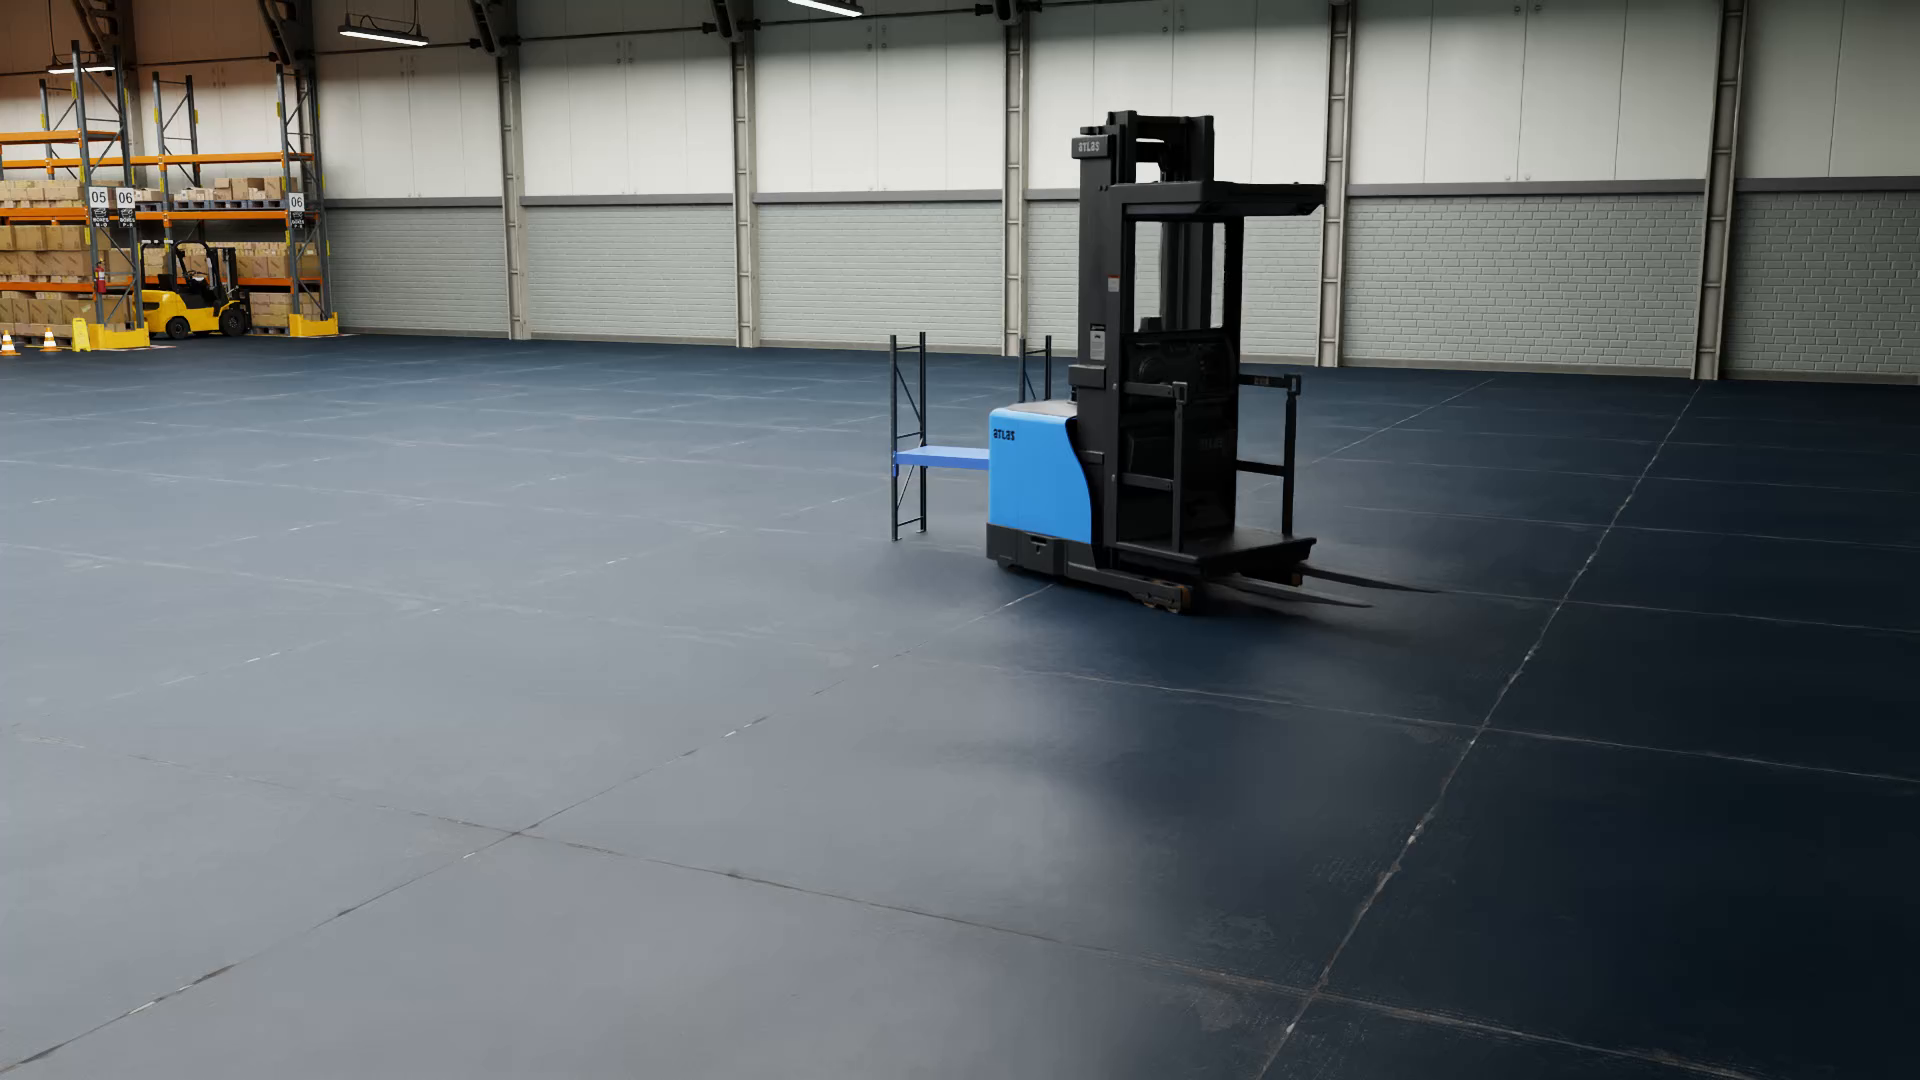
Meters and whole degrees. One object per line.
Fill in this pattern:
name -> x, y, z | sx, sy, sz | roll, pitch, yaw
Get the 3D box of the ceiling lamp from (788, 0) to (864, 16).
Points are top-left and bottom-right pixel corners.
ceiling lamp -> -1.941, -10.119, 26.481 | 0.800, 3.185, 2.000 | 5, 11, 26

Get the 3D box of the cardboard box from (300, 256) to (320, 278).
cardboard box -> -15.204, -6.328, 38.492 | 0.500, 0.500, 0.500 | 5, 12, 28

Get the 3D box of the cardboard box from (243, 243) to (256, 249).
cardboard box -> -16.252, -6.770, 38.277 | 0.250, 0.149, 0.380 | 5, 12, 27

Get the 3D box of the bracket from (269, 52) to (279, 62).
bracket -> -15.638, -11.094, 38.152 | 0.430, 0.232, 0.235 | 5, 11, 26

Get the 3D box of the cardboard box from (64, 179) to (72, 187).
cardboard box -> -17.724, -7.153, 33.376 | 0.250, 0.149, 0.380 | 5, 12, 27

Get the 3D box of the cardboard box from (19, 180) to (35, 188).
cardboard box -> -18.900, -7.242, 33.868 | 0.250, 0.149, 0.380 | 5, 12, 27

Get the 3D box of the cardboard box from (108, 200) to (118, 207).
cardboard box -> -17.229, -6.833, 33.845 | 0.250, 0.149, 0.380 | 5, 11, 26

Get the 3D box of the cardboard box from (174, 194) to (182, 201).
cardboard box -> -18.202, -8.035, 39.028 | 0.250, 0.149, 0.380 | 5, 12, 27

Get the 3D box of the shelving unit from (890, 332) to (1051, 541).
shelving unit -> 0.077, -0.731, 12.060 | 1.048, 1.500, 0.538 | 5, 11, 26

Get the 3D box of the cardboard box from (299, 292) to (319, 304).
cardboard box -> -15.230, -5.609, 38.535 | 0.500, 0.250, 0.500 | 5, 11, 25

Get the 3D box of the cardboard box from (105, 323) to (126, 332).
cardboard box -> -17.677, -4.364, 34.461 | 0.500, 0.250, 0.500 | 5, 11, 25

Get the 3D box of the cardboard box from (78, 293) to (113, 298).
cardboard box -> -21.504, -5.813, 41.414 | 0.625, 0.625, 0.875 | 5, 12, 28

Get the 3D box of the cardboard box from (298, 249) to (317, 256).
cardboard box -> -15.072, -6.632, 38.350 | 0.250, 0.149, 0.380 | 5, 11, 24

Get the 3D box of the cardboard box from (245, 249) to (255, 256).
cardboard box -> -16.243, -6.627, 38.322 | 0.250, 0.149, 0.380 | 5, 11, 24

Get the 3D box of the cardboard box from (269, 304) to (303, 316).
cardboard box -> -15.458, -5.284, 38.139 | 0.500, 0.250, 0.500 | 5, 11, 25

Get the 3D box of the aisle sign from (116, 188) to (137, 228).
aisle sign -> -16.883, -6.726, 33.674 | 0.004, 0.787, 0.394 | 5, 11, 26

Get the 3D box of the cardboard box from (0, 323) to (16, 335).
cardboard box -> -19.769, -4.442, 34.890 | 0.500, 0.250, 0.500 | 6, 12, 29

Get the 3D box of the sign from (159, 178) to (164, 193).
sign -> -18.701, -8.309, 38.958 | 0.005, 0.325, 0.100 | 5, 11, 26

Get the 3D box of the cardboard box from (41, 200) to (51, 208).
cardboard box -> -18.422, -6.822, 33.783 | 0.250, 0.149, 0.380 | 5, 11, 25

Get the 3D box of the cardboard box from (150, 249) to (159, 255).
cardboard box -> -19.114, -6.888, 39.765 | 0.250, 0.149, 0.380 | 5, 11, 25

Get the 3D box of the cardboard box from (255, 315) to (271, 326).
cardboard box -> -15.886, -5.077, 38.399 | 0.500, 0.250, 0.500 | 5, 11, 26

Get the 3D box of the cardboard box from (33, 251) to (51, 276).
cardboard box -> -18.578, -5.677, 34.059 | 0.500, 0.500, 0.500 | 5, 11, 26

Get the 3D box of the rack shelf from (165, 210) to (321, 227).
rack shelf -> -16.676, -7.475, 38.708 | 4.000, 0.370, 1.077 | 5, 11, 26

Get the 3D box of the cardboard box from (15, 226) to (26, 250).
cardboard box -> -18.970, -6.222, 34.262 | 0.500, 0.500, 0.700 | 5, 11, 25

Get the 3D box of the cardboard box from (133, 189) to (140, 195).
cardboard box -> -19.915, -8.277, 39.911 | 0.500, 0.311, 0.500 | 5, 11, 24

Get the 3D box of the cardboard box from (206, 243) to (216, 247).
cardboard box -> -17.378, -6.875, 38.859 | 0.250, 0.149, 0.380 | 5, 11, 25

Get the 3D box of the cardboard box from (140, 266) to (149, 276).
cardboard box -> -19.491, -6.474, 39.998 | 0.500, 0.250, 0.500 | 5, 11, 25

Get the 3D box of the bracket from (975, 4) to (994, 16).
bracket -> 0.505, -9.675, 30.314 | 0.430, 0.232, 0.235 | 5, 11, 26

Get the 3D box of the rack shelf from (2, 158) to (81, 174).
rack shelf -> -23.851, -9.385, 41.960 | 4.000, 0.370, 1.077 | 5, 11, 26

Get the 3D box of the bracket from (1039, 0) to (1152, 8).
bracket -> 3.575, -9.406, 28.824 | 4.783, 0.066, 0.076 | 5, 11, 26

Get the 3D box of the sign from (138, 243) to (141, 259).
sign -> -16.836, -5.915, 34.060 | 0.005, 0.325, 0.100 | 5, 11, 26

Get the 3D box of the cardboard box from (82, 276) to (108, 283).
cardboard box -> -17.506, -5.274, 33.655 | 0.250, 0.149, 0.380 | 5, 12, 28

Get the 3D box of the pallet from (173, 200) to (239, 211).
pallet -> -17.693, -7.880, 39.174 | 1.213, 0.211, 1.003 | 5, 11, 26

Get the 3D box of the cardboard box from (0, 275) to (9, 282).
cardboard box -> -19.815, -5.465, 34.711 | 0.250, 0.149, 0.380 | 5, 12, 28

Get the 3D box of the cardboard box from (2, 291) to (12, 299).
cardboard box -> -19.706, -5.110, 34.658 | 0.250, 0.149, 0.380 | 6, 12, 28

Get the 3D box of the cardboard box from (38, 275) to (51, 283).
cardboard box -> -18.684, -5.364, 34.150 | 0.250, 0.149, 0.380 | 5, 11, 25

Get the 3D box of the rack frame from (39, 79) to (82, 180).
rack frame -> -22.057, -9.778, 40.989 | 0.127, 3.000, 1.000 | 5, 11, 26

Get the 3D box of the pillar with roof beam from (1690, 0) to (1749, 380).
pillar with roof beam -> 9.890, -6.295, 21.744 | 0.400, 9.000, 9.100 | 5, 11, 26

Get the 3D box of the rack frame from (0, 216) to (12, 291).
rack frame -> -20.663, -5.718, 35.400 | 0.127, 3.000, 1.000 | 5, 11, 26

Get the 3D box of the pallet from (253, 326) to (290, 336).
pallet -> -15.587, -4.877, 38.585 | 1.213, 0.211, 1.003 | 5, 11, 26

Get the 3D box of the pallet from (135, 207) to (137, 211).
pallet -> -20.405, -8.082, 40.572 | 1.213, 0.211, 1.003 | 6, 12, 28

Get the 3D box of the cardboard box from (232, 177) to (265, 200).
cardboard box -> -16.262, -8.069, 38.230 | 0.500, 0.500, 0.700 | 5, 11, 26

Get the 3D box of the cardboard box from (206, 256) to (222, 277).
cardboard box -> -17.258, -6.405, 38.918 | 0.500, 0.500, 0.500 | 5, 11, 25

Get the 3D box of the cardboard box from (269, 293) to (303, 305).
cardboard box -> -15.434, -5.528, 38.084 | 0.500, 0.250, 0.500 | 5, 12, 28

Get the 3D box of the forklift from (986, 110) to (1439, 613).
forklift -> 1.498, -1.109, 10.128 | 1.130, 2.935, 3.031 | -8, 13, -38

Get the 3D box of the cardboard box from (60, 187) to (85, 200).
cardboard box -> -17.654, -6.948, 33.363 | 0.500, 0.250, 0.500 | 5, 11, 25

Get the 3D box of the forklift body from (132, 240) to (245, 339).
forklift body -> -17.390, -5.636, 37.332 | 1.214, 2.155, 2.313 | 5, 11, 26

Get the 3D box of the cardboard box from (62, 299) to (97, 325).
cardboard box -> -17.909, -4.647, 33.918 | 0.500, 0.500, 0.500 | 5, 11, 26

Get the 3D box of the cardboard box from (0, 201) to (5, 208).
cardboard box -> -19.569, -6.926, 34.359 | 0.250, 0.149, 0.380 | 5, 11, 24

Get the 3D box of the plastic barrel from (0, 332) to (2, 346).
plastic barrel -> -19.598, -4.056, 33.451 | 0.512, 0.421, 0.421 | -4, 11, -23

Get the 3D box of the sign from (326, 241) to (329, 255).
sign -> -14.632, -6.749, 38.443 | 0.005, 0.325, 0.100 | 5, 11, 26
